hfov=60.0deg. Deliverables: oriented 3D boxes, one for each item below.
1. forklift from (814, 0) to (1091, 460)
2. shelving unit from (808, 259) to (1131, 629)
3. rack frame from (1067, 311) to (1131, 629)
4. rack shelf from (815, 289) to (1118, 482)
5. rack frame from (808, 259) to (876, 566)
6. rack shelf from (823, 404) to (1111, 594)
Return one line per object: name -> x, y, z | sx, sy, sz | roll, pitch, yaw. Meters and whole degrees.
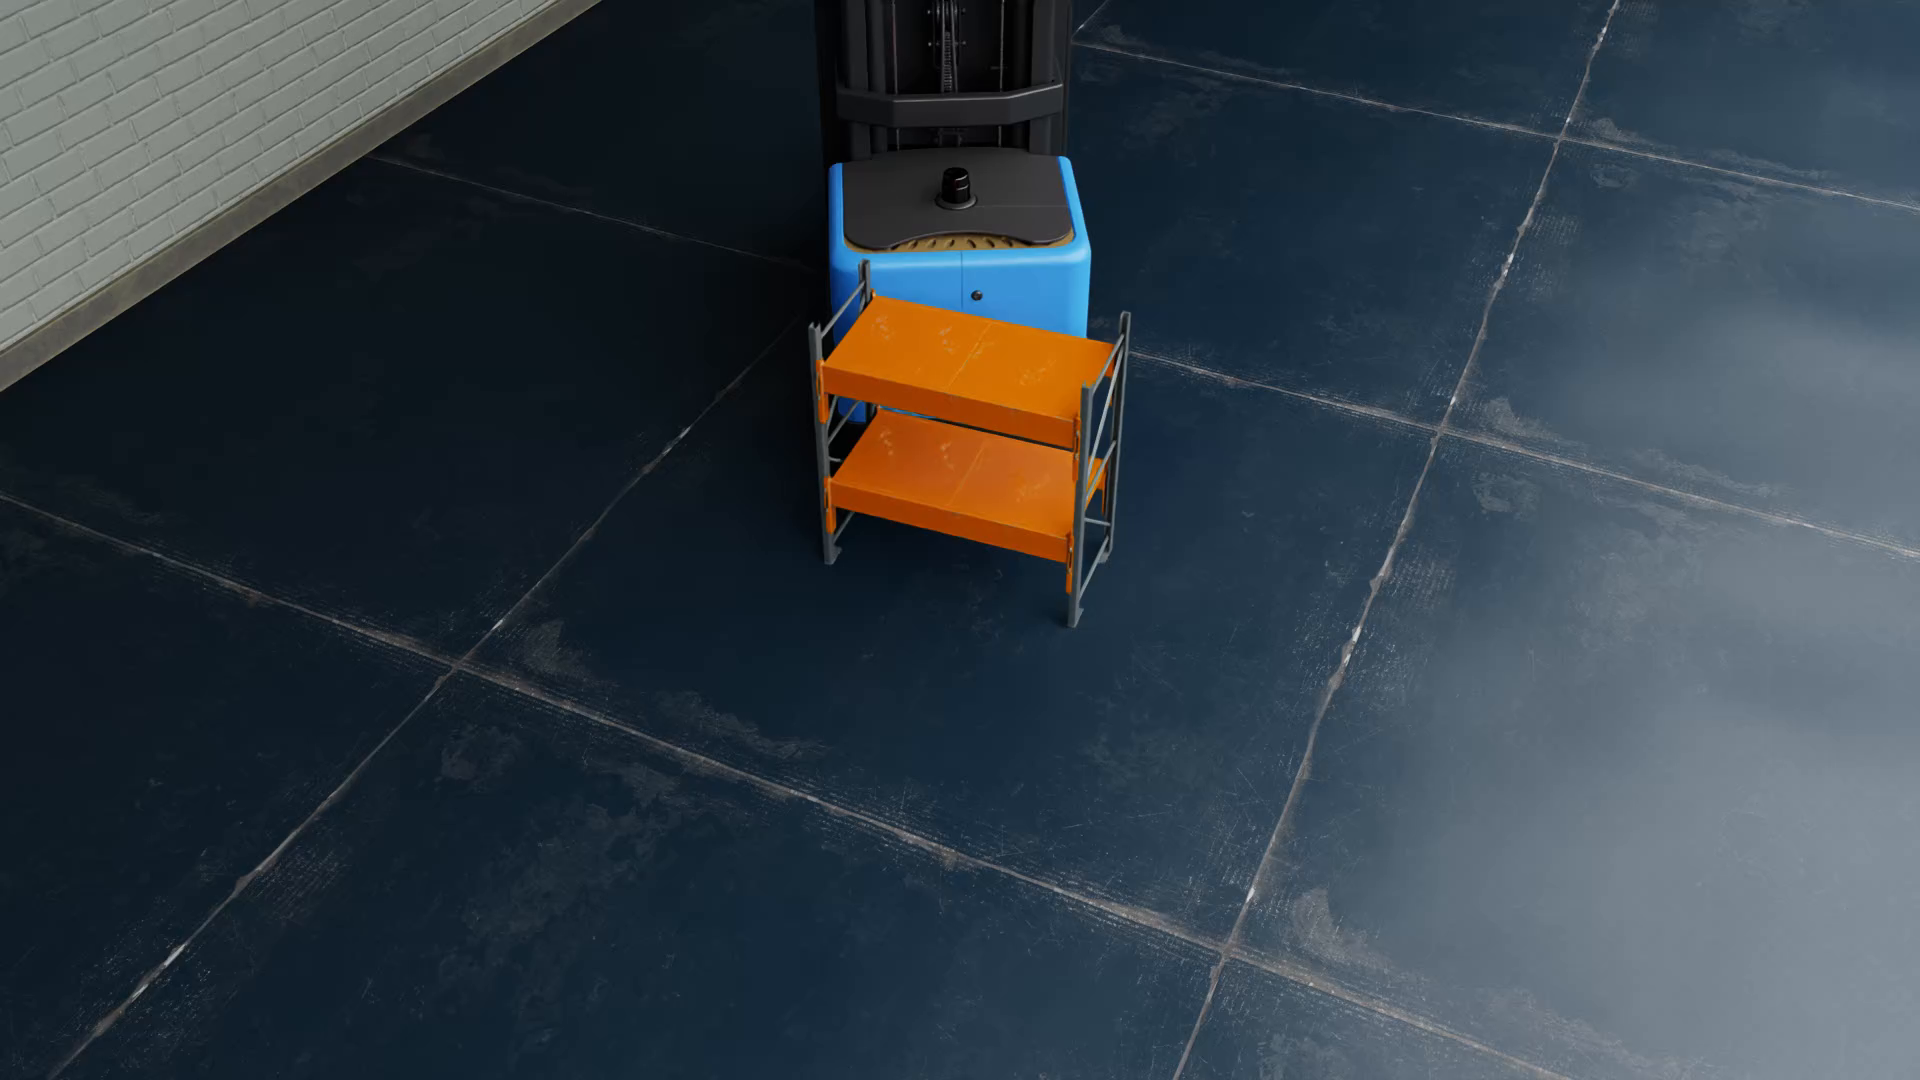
forklift -> -0.086, -2.354, 7.229 | 1.130, 2.935, 3.031 | -2, 41, -3
shelving unit -> 0.037, -0.360, 6.307 | 1.048, 1.125, 0.538 | 14, 43, 15
rack frame -> 0.513, -0.243, 6.172 | 0.032, 1.125, 0.500 | 14, 43, 15
rack shelf -> 0.037, -0.581, 6.115 | 1.000, 0.278, 0.538 | 14, 43, 15
rack frame -> -0.439, -0.477, 6.442 | 0.032, 1.125, 0.500 | 14, 43, 15
rack shelf -> 0.037, -0.175, 6.467 | 1.000, 0.278, 0.538 | 14, 43, 15
